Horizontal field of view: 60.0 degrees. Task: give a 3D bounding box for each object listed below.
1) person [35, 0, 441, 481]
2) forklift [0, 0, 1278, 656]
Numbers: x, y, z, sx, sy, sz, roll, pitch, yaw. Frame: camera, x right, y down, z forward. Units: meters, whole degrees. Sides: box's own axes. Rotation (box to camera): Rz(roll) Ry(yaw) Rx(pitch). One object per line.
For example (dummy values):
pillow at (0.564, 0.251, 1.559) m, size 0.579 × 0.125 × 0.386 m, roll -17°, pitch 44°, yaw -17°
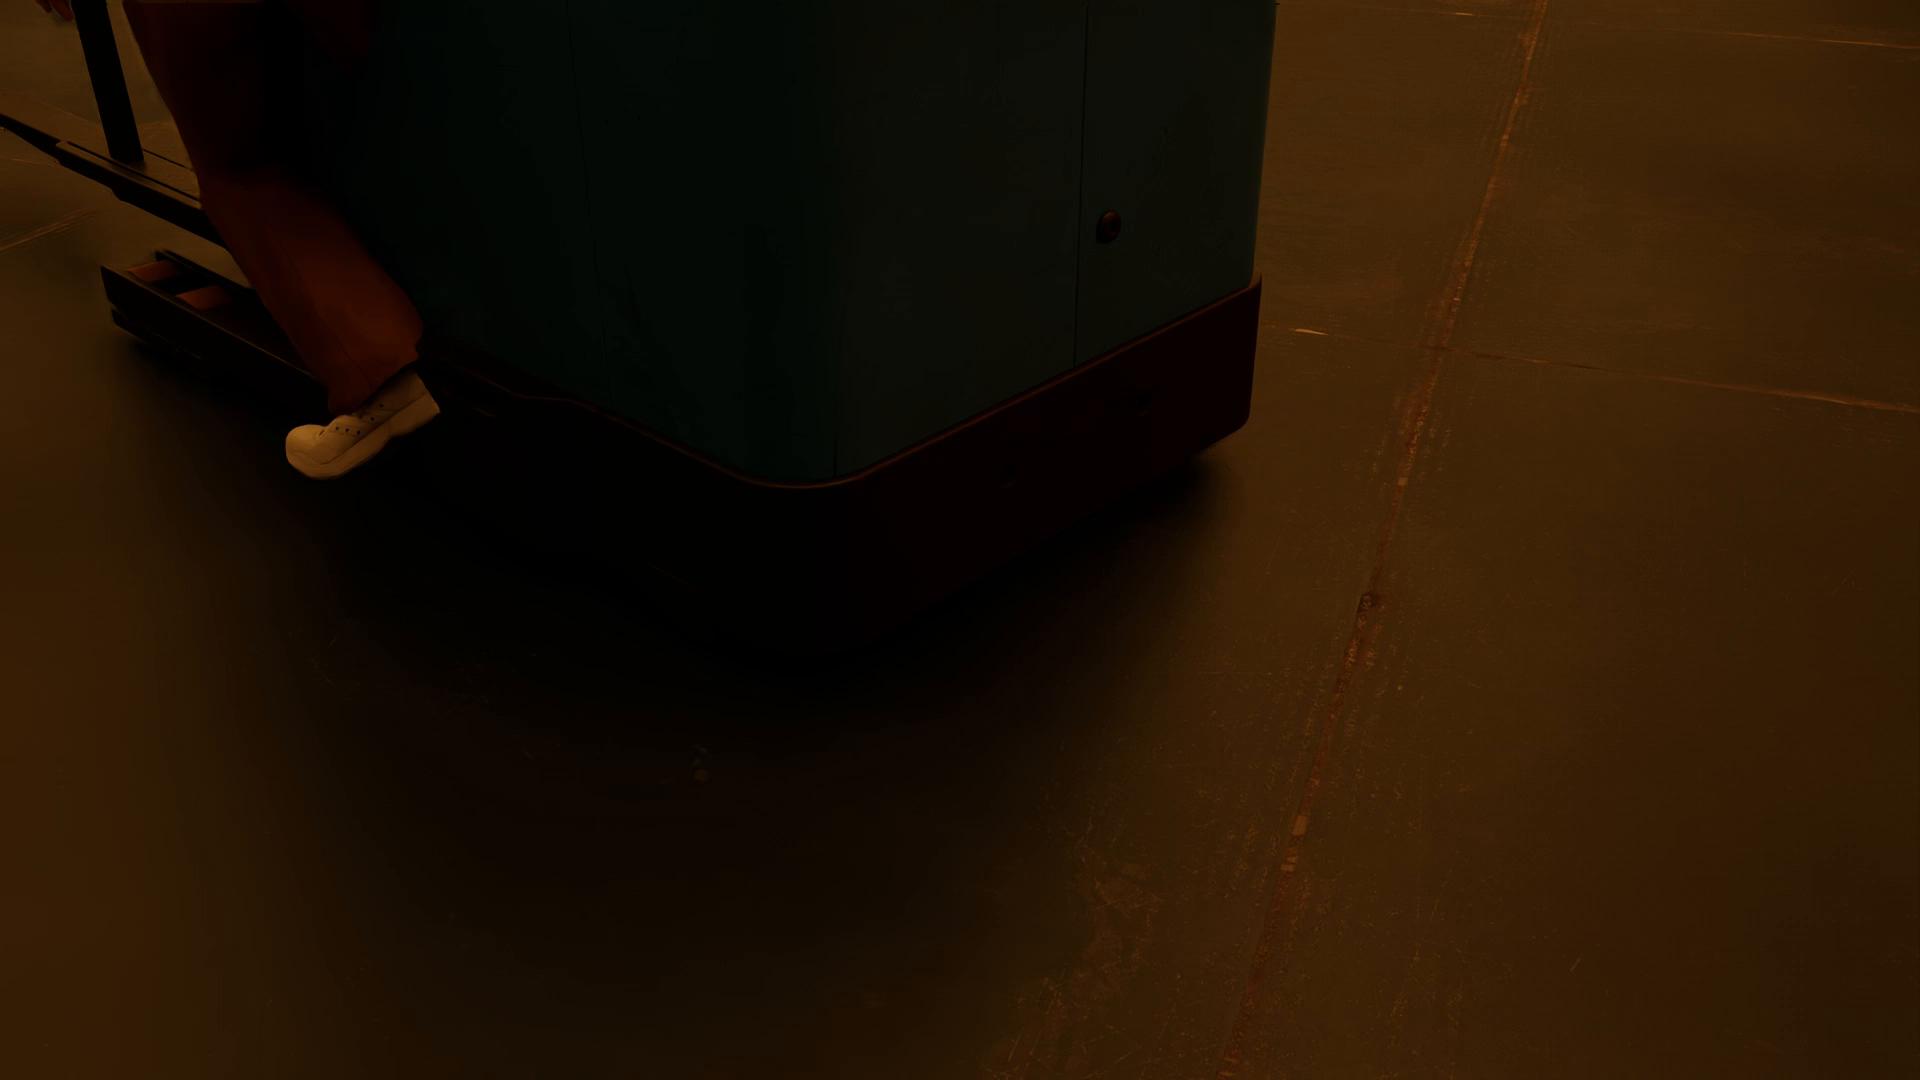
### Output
person at (-0.919, -0.865, 2.307) m, size 0.695 × 1.591 × 0.706 m, roll -10°, pitch 31°, yaw -17°
forklift at (-0.959, -1.736, 2.591) m, size 3.031 × 2.935 × 1.130 m, roll 24°, pitch 37°, yaw 36°
